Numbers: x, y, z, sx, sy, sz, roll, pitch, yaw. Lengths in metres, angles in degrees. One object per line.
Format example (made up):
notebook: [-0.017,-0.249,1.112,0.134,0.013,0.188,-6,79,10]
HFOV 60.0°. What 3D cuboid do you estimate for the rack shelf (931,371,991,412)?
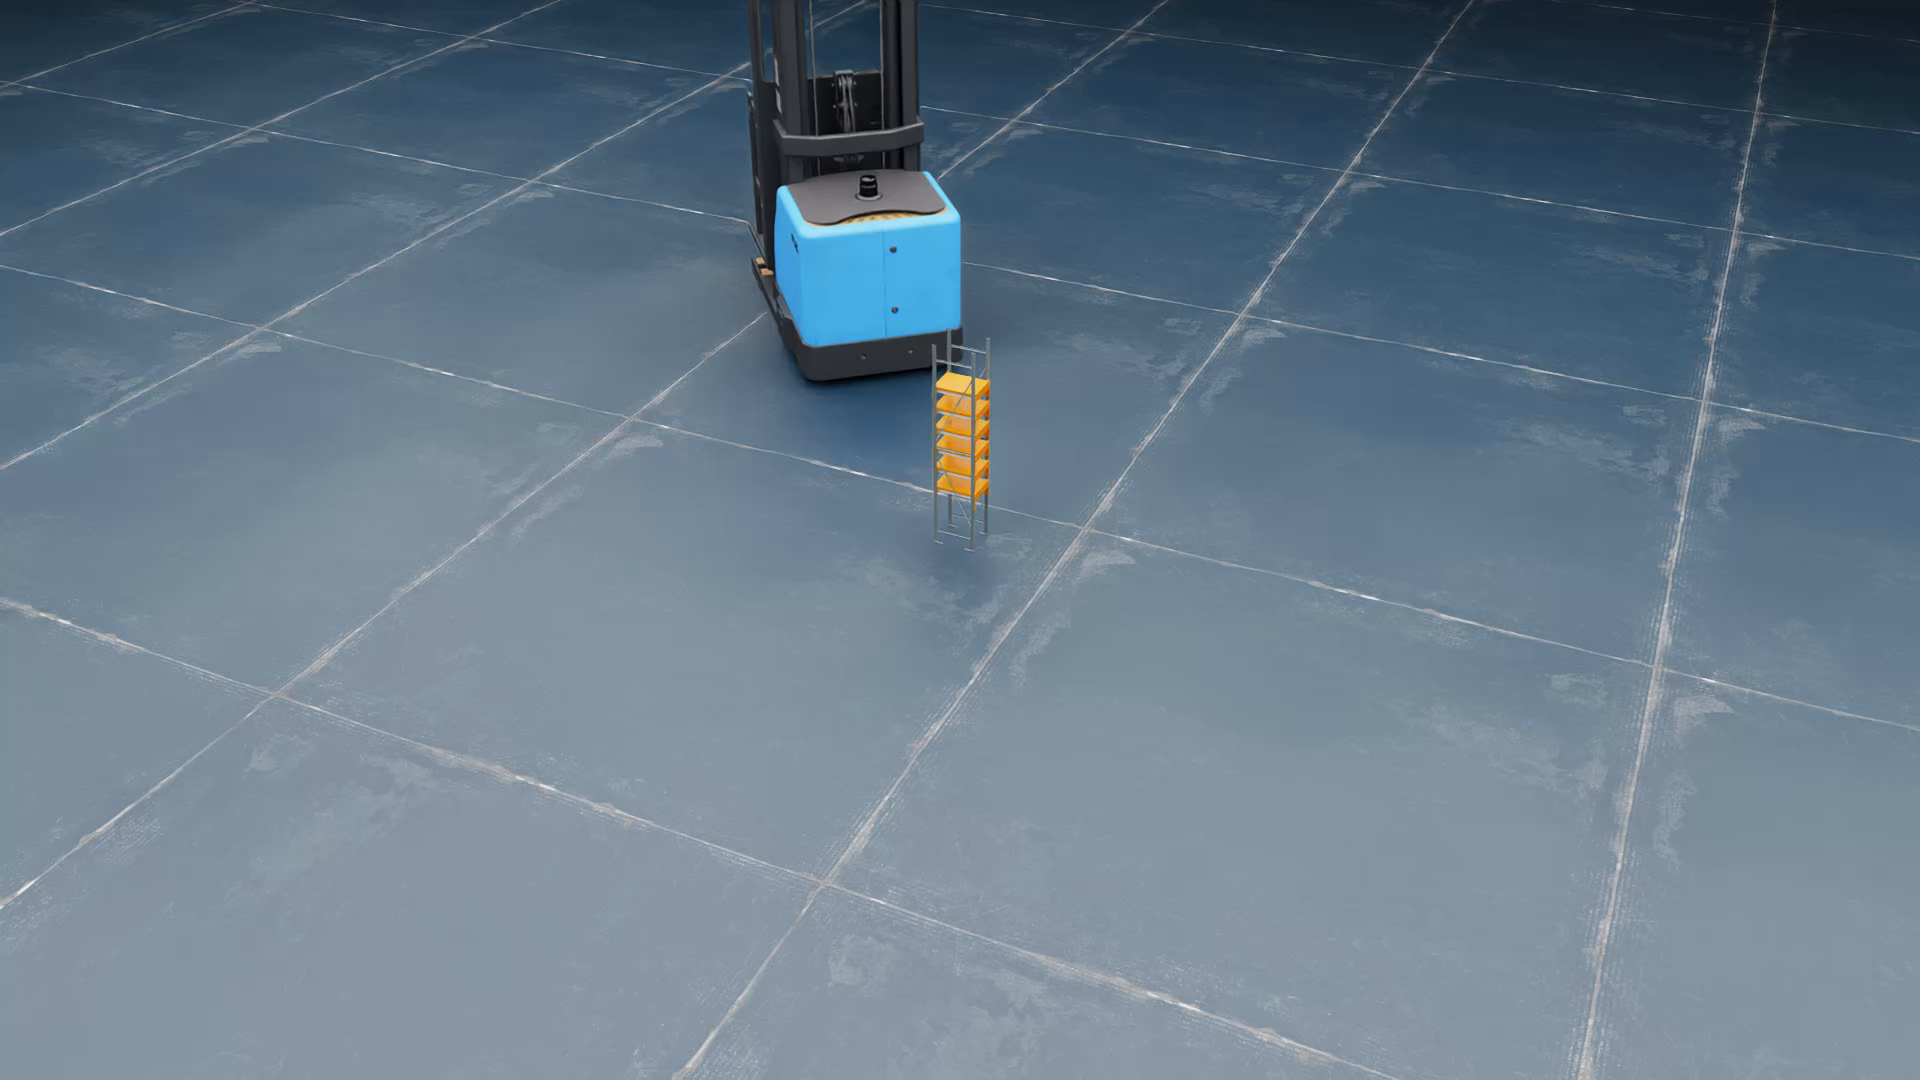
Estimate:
rack shelf: [0.006,-0.773,8.627,0.258,0.103,0.180,14,36,20]

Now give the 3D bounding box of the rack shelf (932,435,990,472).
rack shelf: [0.006,-0.472,8.825,0.258,0.103,0.180,14,36,20]

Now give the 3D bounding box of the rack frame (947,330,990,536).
rack frame: [0.044,-0.555,8.870,0.240,1.200,0.006,14,36,20]

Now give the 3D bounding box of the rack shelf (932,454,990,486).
rack shelf: [0.006,-0.371,8.891,0.258,0.103,0.180,14,36,20]

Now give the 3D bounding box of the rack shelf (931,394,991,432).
rack shelf: [0.006,-0.673,8.693,0.258,0.103,0.180,14,36,20]

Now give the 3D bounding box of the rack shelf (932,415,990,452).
rack shelf: [0.006,-0.572,8.759,0.258,0.103,0.180,14,36,20]

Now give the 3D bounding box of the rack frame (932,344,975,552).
rack frame: [-0.032,-0.463,8.731,0.240,1.200,0.006,14,36,20]

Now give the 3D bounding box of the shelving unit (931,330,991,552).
shelving unit: [0.006,-0.509,8.800,0.258,1.200,0.189,14,36,20]

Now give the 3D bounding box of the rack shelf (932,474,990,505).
rack shelf: [0.006,-0.271,8.956,0.258,0.103,0.180,14,36,20]

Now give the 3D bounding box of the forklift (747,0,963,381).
forklift: [-0.869,-3.036,11.075,1.130,2.935,3.031,-9,34,-13]
